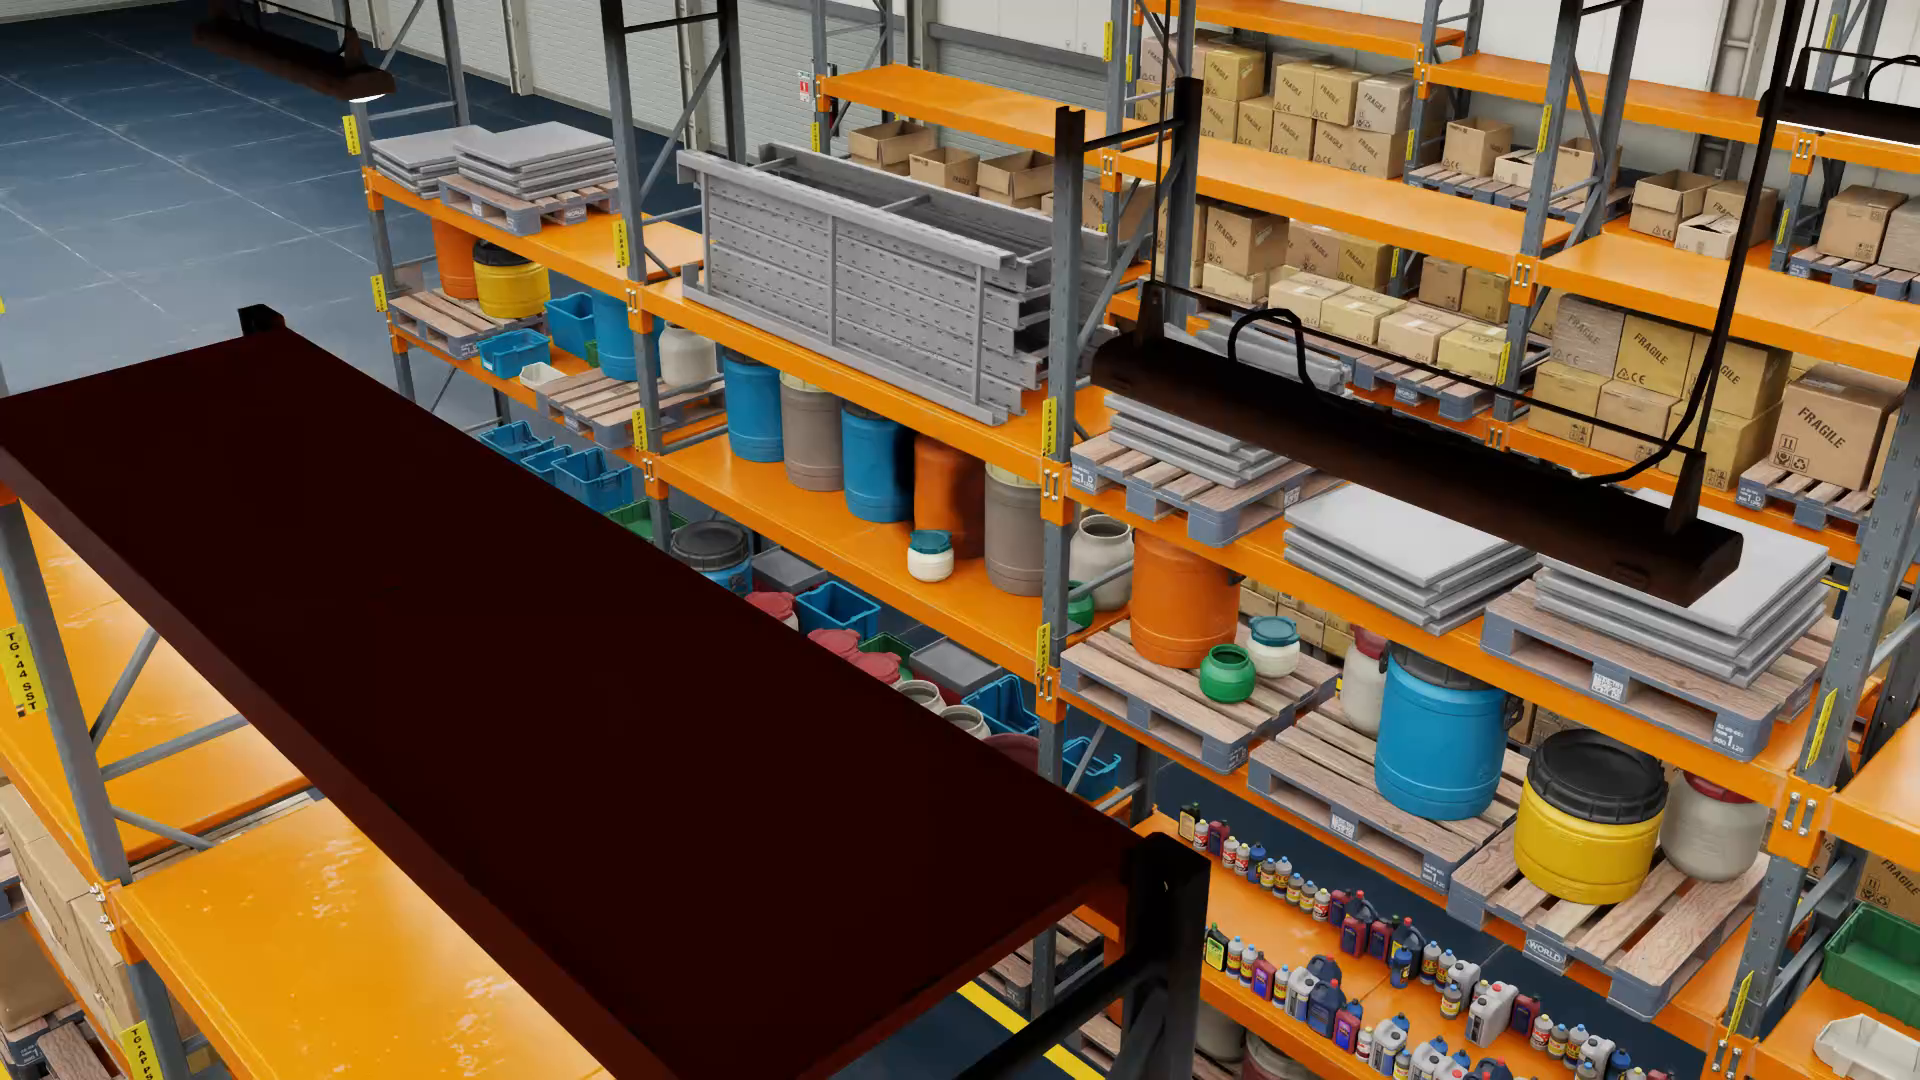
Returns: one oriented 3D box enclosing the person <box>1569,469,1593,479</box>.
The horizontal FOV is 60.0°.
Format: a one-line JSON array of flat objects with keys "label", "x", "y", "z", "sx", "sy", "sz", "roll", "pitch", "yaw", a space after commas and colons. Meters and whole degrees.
[{"label": "person", "x": 5.595, "y": -0.130, "z": 15.258, "sx": 0.506, "sy": 1.723, "sz": 1.060, "roll": -25, "pitch": 37, "yaw": -38}]
